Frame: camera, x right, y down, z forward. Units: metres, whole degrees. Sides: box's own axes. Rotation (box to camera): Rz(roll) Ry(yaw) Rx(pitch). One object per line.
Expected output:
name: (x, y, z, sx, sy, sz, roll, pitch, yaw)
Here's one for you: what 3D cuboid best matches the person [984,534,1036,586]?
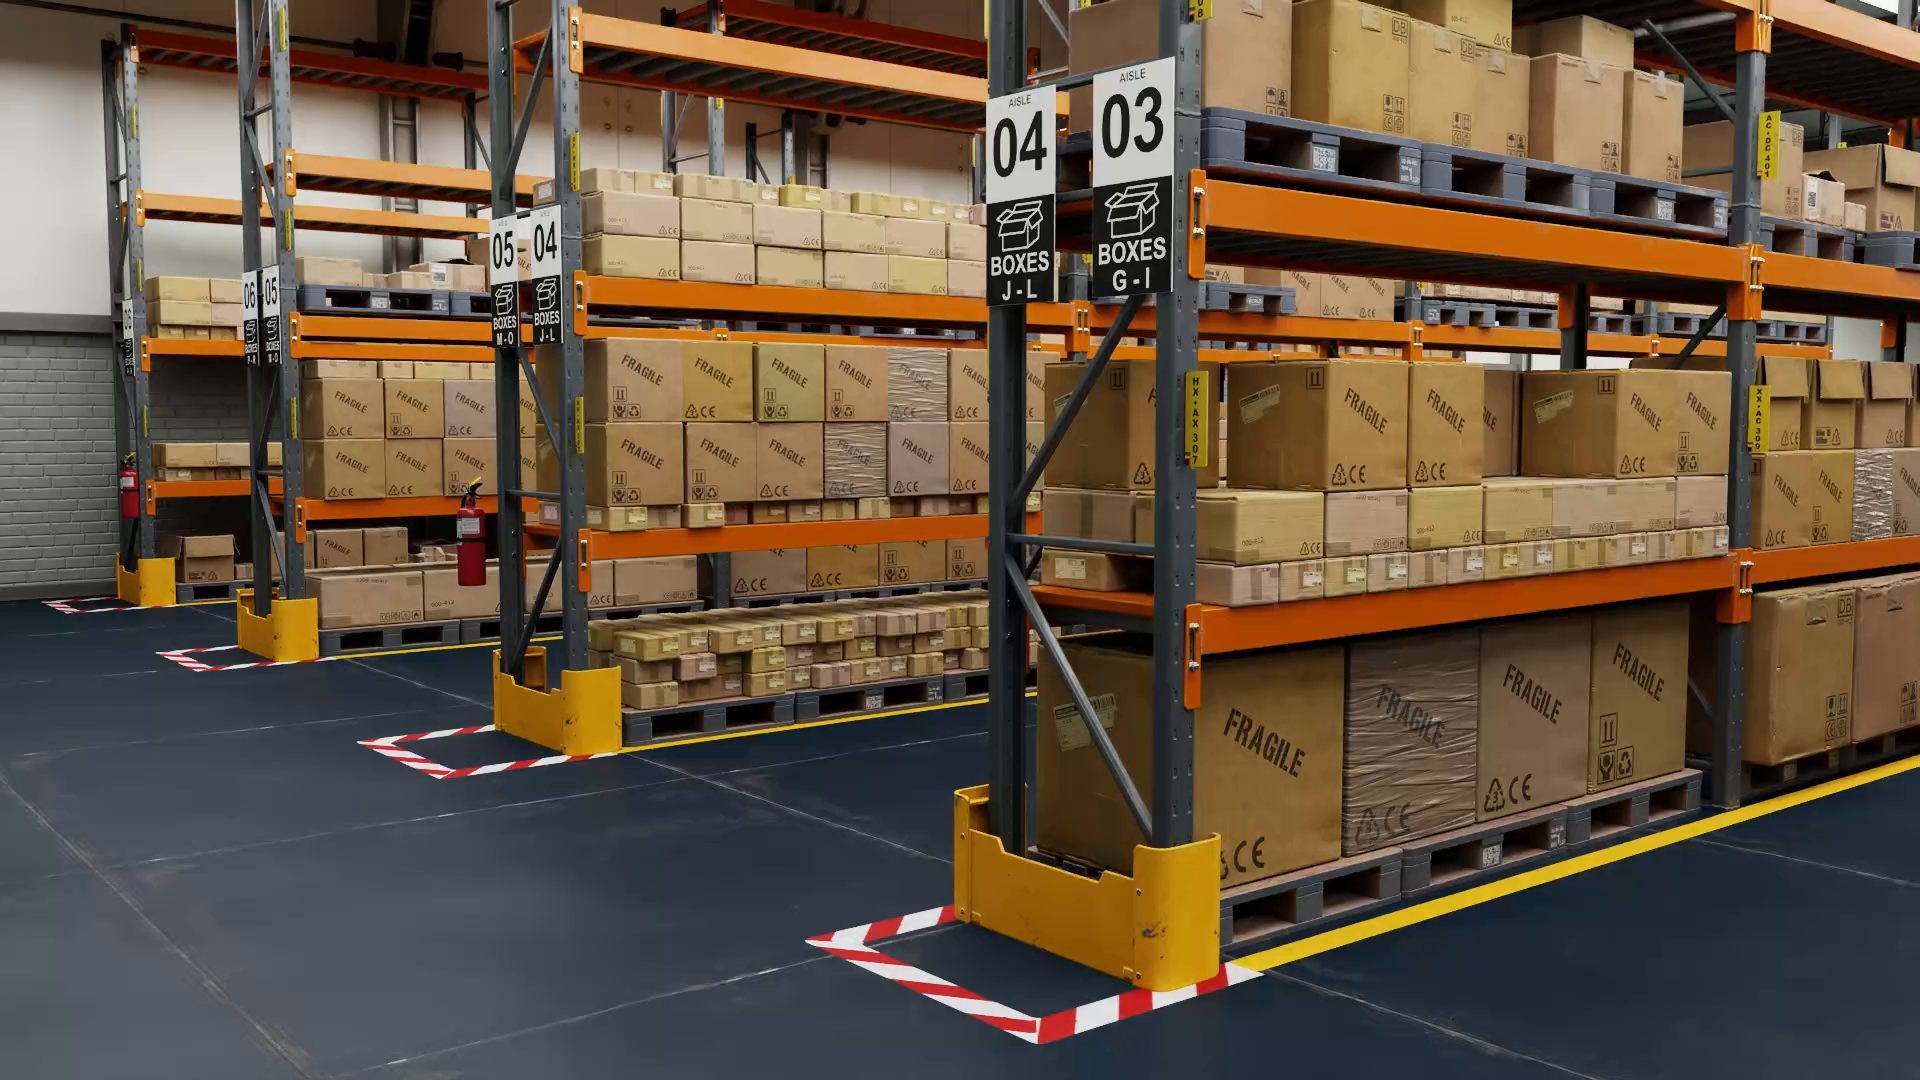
person: (0.457, -0.017, 15.103, 0.616, 1.772, 0.452, -4, 6, -41)
